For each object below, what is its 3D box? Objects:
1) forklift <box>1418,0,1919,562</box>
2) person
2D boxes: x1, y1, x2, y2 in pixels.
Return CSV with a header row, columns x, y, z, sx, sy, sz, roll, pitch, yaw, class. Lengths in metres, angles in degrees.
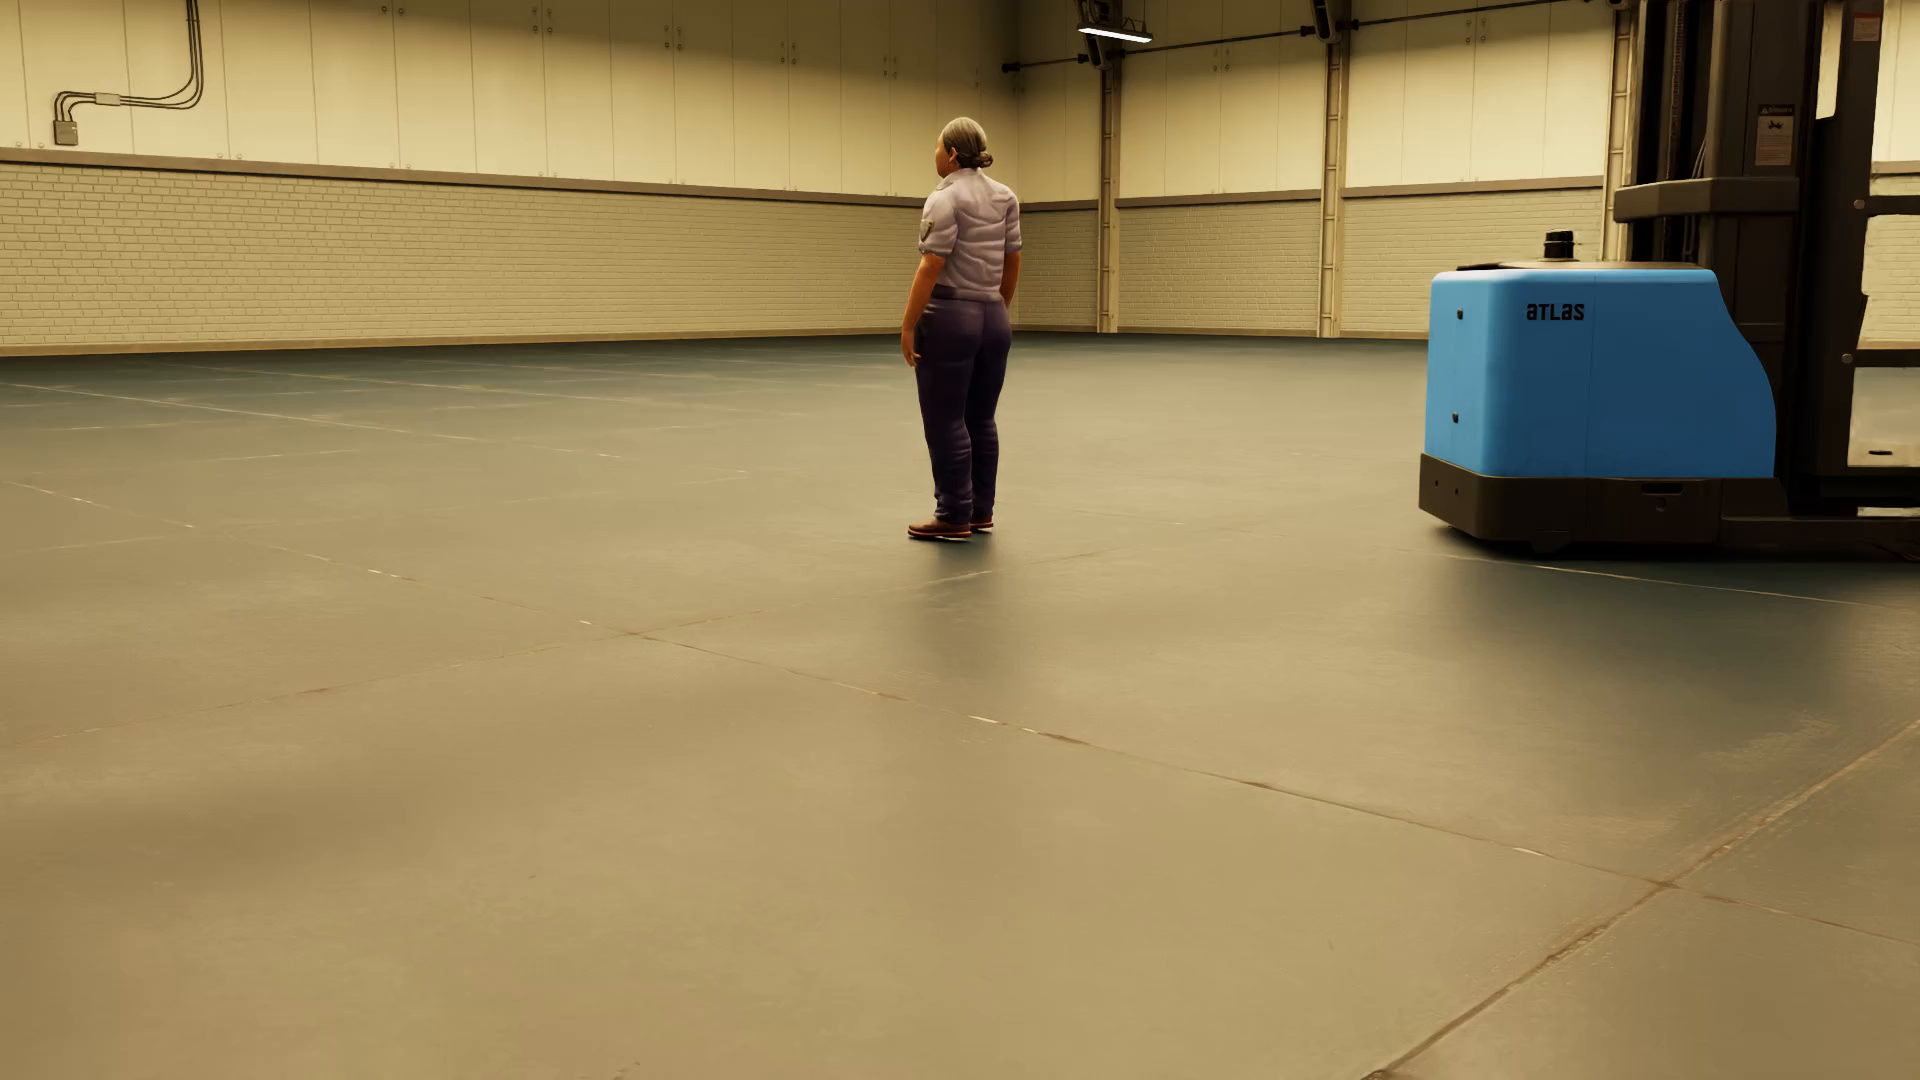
x,y,z,sx,sy,sz,roll,pitch,yaw,class
3.474,-1.446,6.476,3.031,2.935,1.130,0,9,1,forklift
-0.048,-0.834,6.671,0.503,1.651,0.598,8,12,43,person
